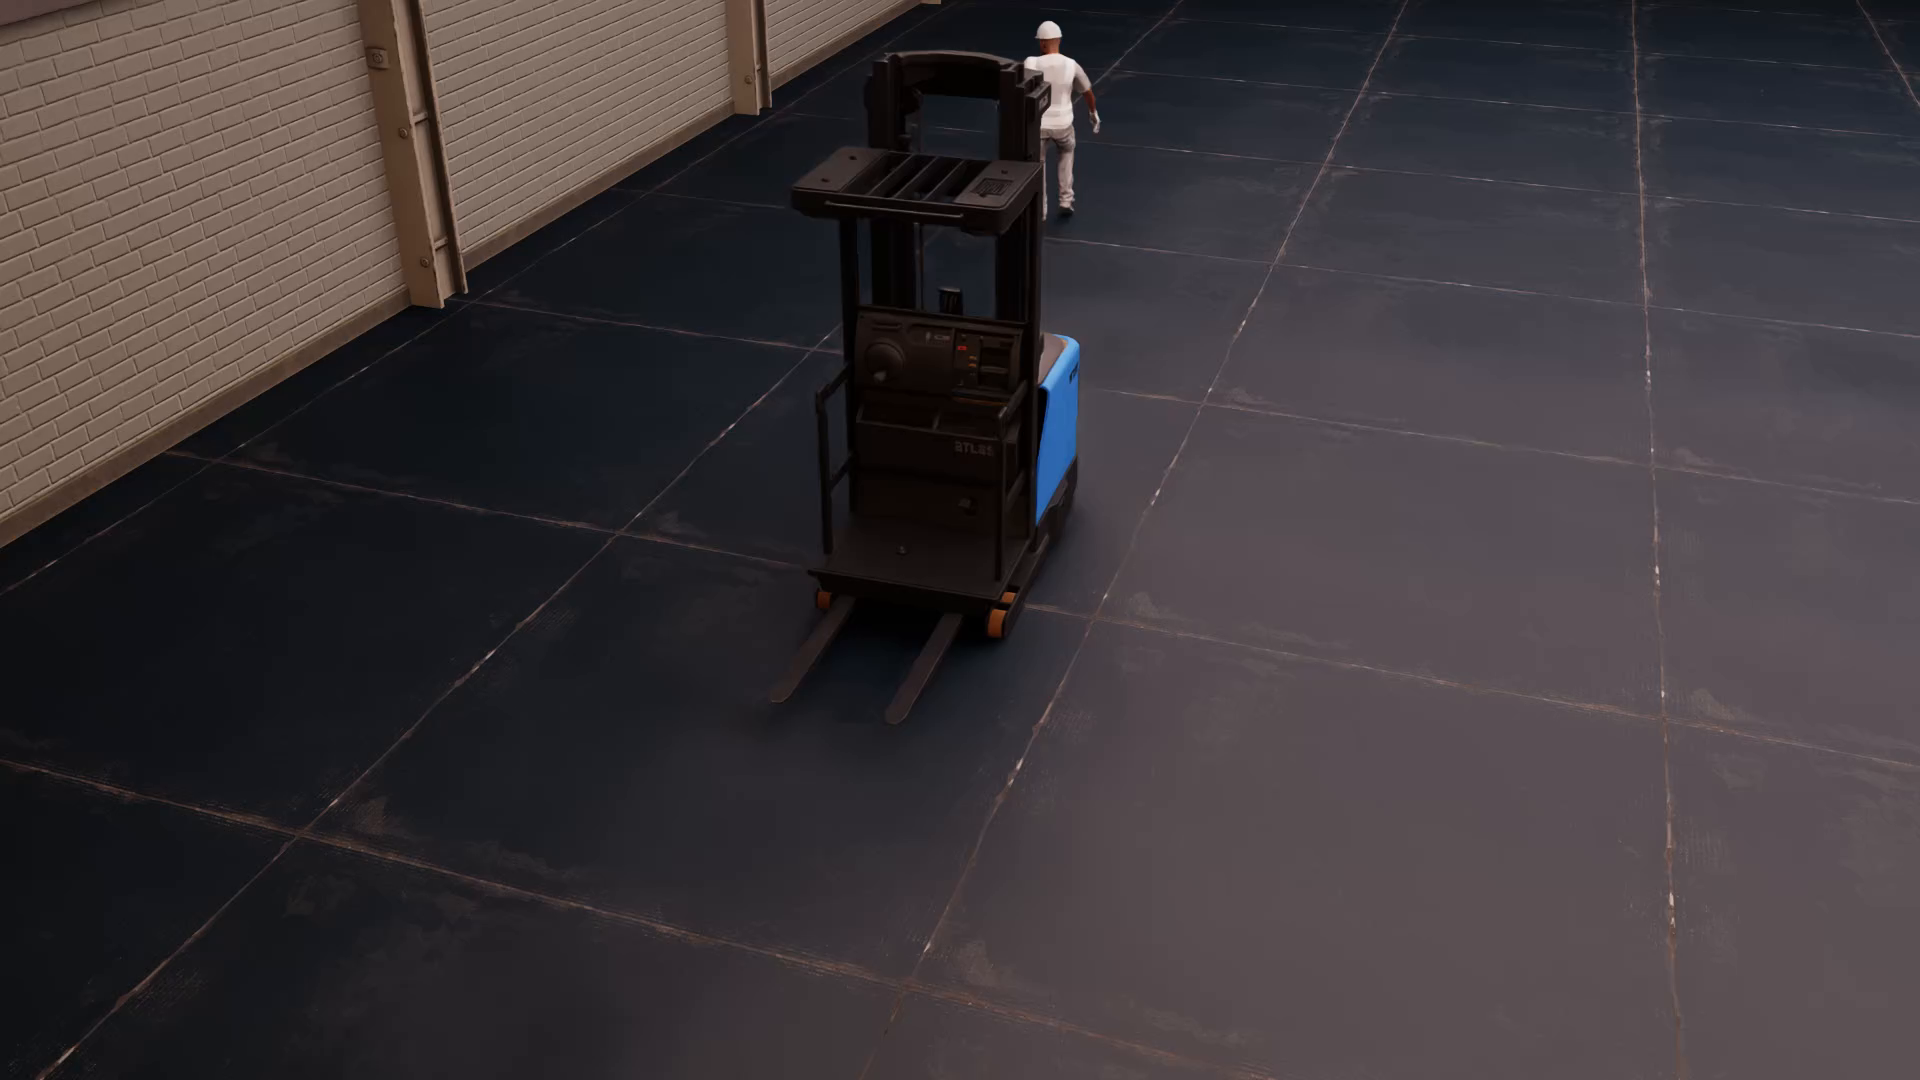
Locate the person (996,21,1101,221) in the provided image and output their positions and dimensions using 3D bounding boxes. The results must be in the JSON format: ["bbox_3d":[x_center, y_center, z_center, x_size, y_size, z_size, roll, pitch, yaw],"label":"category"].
[{"bbox_3d":[0.787,-3.742,14.926,0.946,1.798,0.483,3,30,5],"label":"person"}]

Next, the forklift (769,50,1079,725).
[{"bbox_3d":[-0.182,-0.949,8.801,1.130,2.935,3.031,9,31,15],"label":"forklift"}]
